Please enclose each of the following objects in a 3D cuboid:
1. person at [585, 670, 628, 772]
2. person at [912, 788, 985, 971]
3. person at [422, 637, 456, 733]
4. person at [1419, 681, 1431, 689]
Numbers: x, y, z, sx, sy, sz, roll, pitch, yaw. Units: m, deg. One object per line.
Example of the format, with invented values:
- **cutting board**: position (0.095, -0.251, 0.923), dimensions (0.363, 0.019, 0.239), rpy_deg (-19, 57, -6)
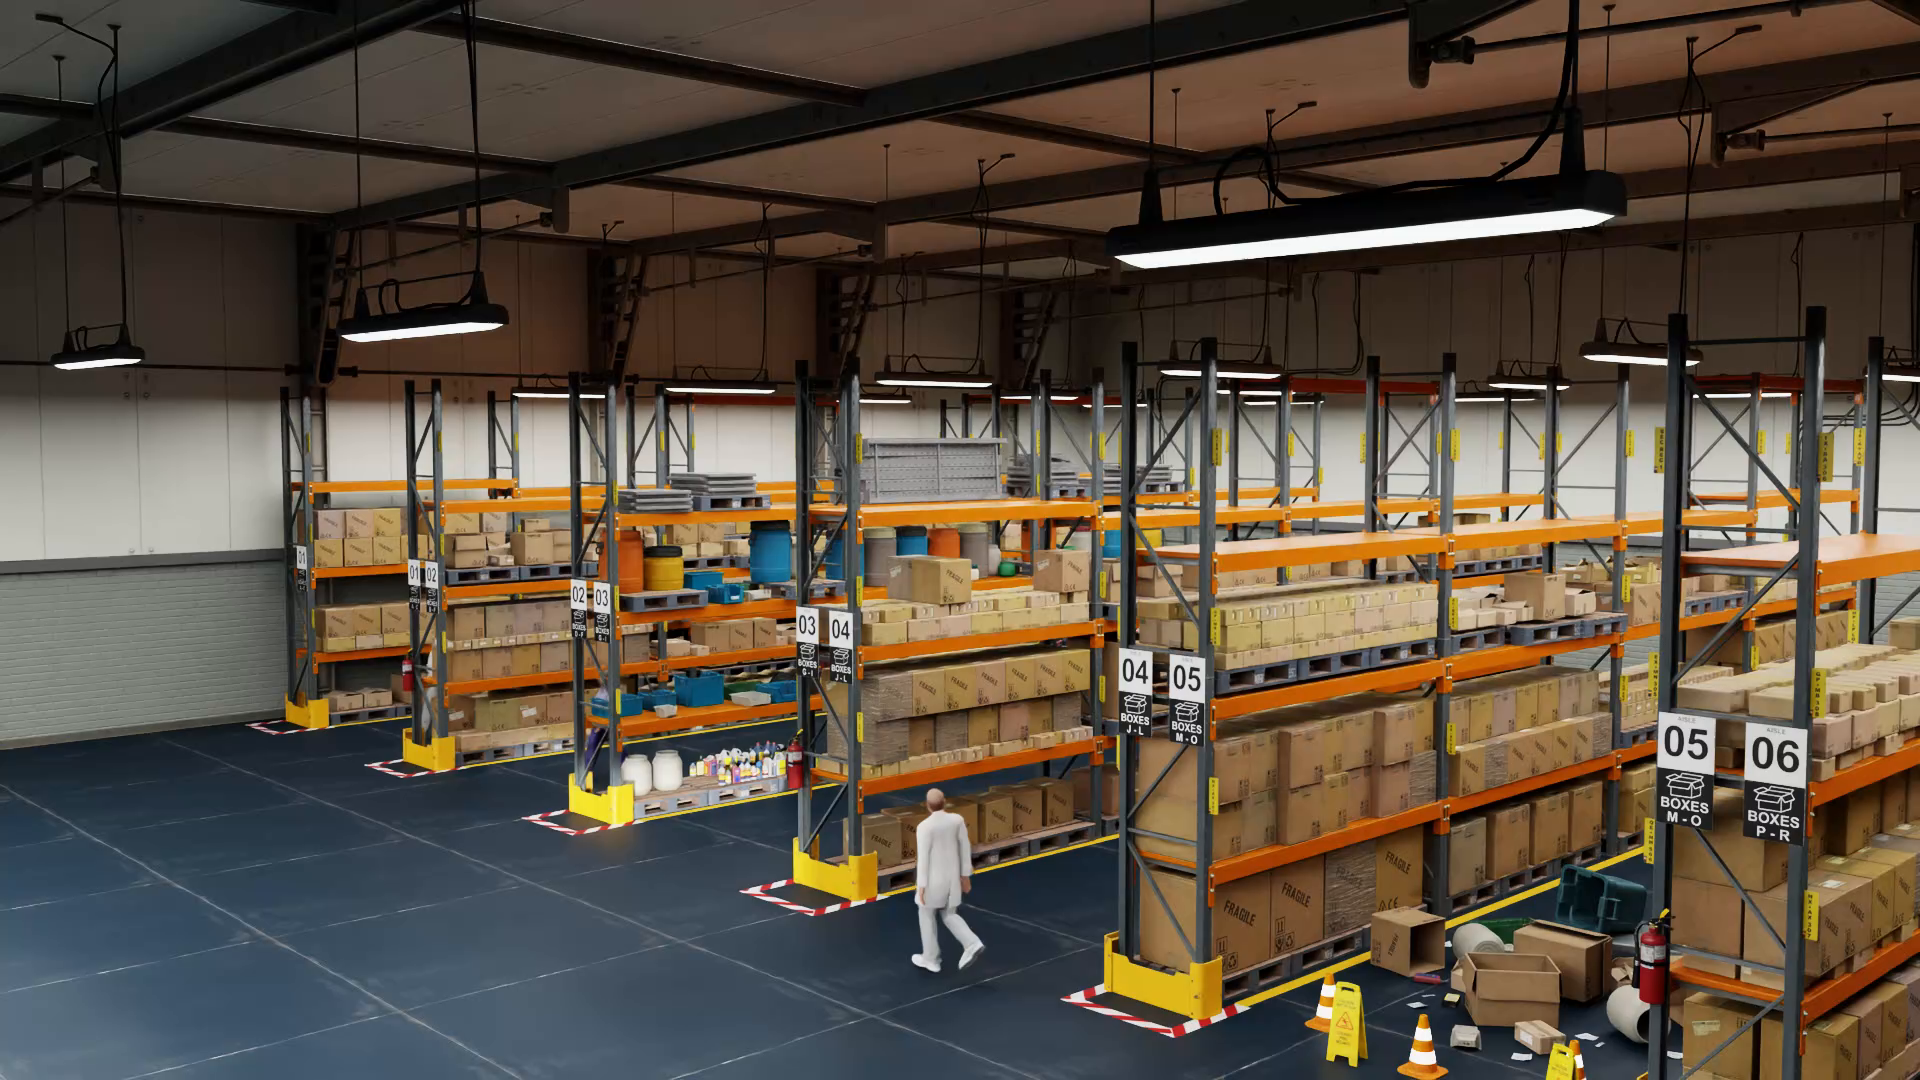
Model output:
- **person**: position (-5.358, 2.750, 24.883), dimensions (0.896, 1.610, 0.501), rpy_deg (-3, 5, -38)
- **person**: position (-0.136, 3.260, 15.873), dimensions (0.590, 1.758, 0.837), rpy_deg (-3, 5, -39)
- **person**: position (-8.861, 2.485, 28.238), dimensions (0.557, 1.695, 1.062), rpy_deg (1, 4, 14)
- **person**: position (6.568, 2.837, 23.570), dimensions (0.509, 1.656, 0.511), rpy_deg (-3, 4, -36)
